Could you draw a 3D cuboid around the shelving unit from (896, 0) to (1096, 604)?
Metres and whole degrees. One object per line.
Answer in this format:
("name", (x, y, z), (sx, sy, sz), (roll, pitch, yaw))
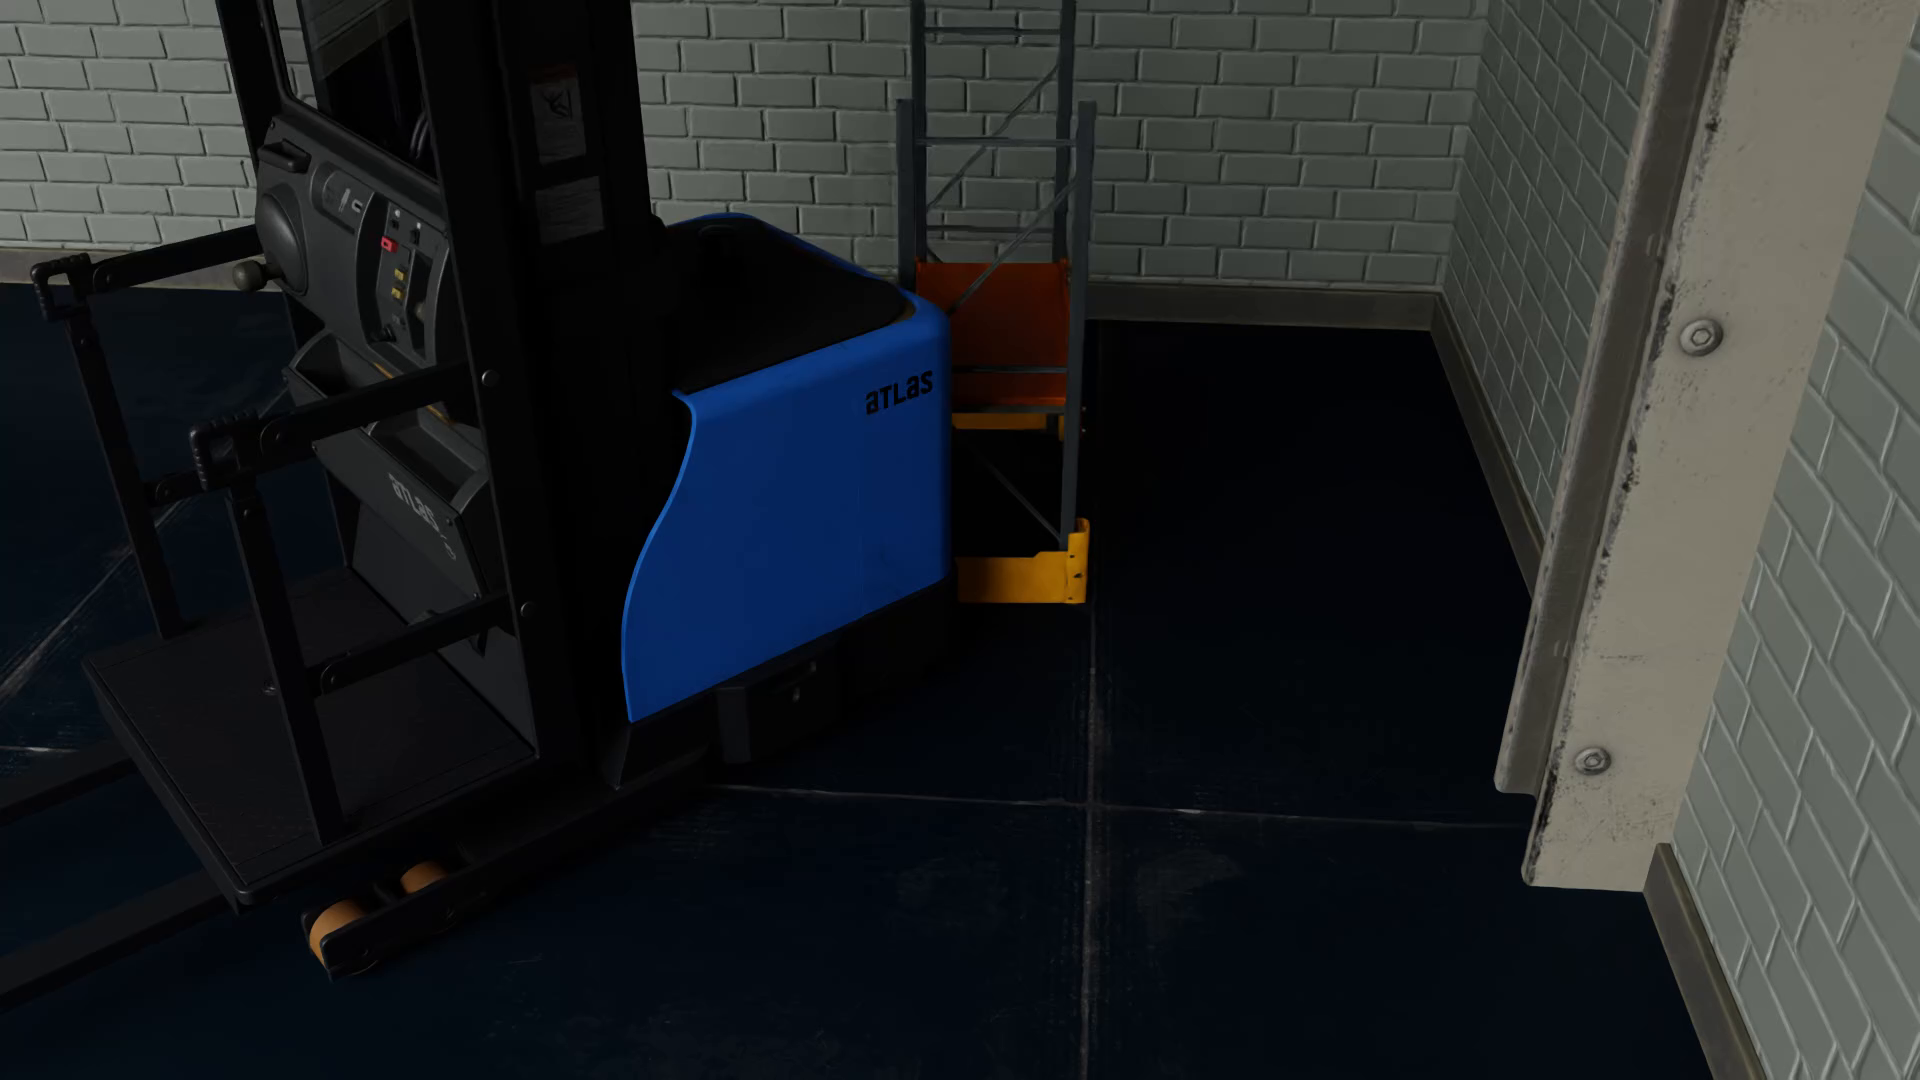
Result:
("shelving unit", (0.092, -0.735, 4.997), (0.587, 1.500, 1.083), (1, 32, 0))

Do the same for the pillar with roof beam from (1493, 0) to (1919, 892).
("pillar with roof beam", (-2.786, -3.297, 2.023), (9.100, 9.000, 0.400), (2, 32, 4))

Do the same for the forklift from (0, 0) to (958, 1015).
("forklift", (-1.456, -0.596, 3.424), (3.031, 2.935, 1.130), (-24, 39, -34))

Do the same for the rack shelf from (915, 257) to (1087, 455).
("rack shelf", (0.091, -0.588, 5.101), (0.538, 0.185, 1.000), (1, 32, 0))

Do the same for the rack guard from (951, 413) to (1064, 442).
("rack guard", (0.093, -0.474, 5.752), (0.587, 0.250, 0.087), (1, 32, 0))

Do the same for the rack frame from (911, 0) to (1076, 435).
("rack frame", (0.097, -1.012, 5.434), (0.500, 1.500, 0.032), (1, 32, 0))

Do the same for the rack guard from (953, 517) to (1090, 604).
("rack guard", (0.083, 0.060, 4.911), (0.587, 0.250, 0.087), (1, 32, 0))

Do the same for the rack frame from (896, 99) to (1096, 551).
("rack frame", (0.086, -0.467, 4.575), (0.500, 1.500, 0.032), (1, 32, 0))
